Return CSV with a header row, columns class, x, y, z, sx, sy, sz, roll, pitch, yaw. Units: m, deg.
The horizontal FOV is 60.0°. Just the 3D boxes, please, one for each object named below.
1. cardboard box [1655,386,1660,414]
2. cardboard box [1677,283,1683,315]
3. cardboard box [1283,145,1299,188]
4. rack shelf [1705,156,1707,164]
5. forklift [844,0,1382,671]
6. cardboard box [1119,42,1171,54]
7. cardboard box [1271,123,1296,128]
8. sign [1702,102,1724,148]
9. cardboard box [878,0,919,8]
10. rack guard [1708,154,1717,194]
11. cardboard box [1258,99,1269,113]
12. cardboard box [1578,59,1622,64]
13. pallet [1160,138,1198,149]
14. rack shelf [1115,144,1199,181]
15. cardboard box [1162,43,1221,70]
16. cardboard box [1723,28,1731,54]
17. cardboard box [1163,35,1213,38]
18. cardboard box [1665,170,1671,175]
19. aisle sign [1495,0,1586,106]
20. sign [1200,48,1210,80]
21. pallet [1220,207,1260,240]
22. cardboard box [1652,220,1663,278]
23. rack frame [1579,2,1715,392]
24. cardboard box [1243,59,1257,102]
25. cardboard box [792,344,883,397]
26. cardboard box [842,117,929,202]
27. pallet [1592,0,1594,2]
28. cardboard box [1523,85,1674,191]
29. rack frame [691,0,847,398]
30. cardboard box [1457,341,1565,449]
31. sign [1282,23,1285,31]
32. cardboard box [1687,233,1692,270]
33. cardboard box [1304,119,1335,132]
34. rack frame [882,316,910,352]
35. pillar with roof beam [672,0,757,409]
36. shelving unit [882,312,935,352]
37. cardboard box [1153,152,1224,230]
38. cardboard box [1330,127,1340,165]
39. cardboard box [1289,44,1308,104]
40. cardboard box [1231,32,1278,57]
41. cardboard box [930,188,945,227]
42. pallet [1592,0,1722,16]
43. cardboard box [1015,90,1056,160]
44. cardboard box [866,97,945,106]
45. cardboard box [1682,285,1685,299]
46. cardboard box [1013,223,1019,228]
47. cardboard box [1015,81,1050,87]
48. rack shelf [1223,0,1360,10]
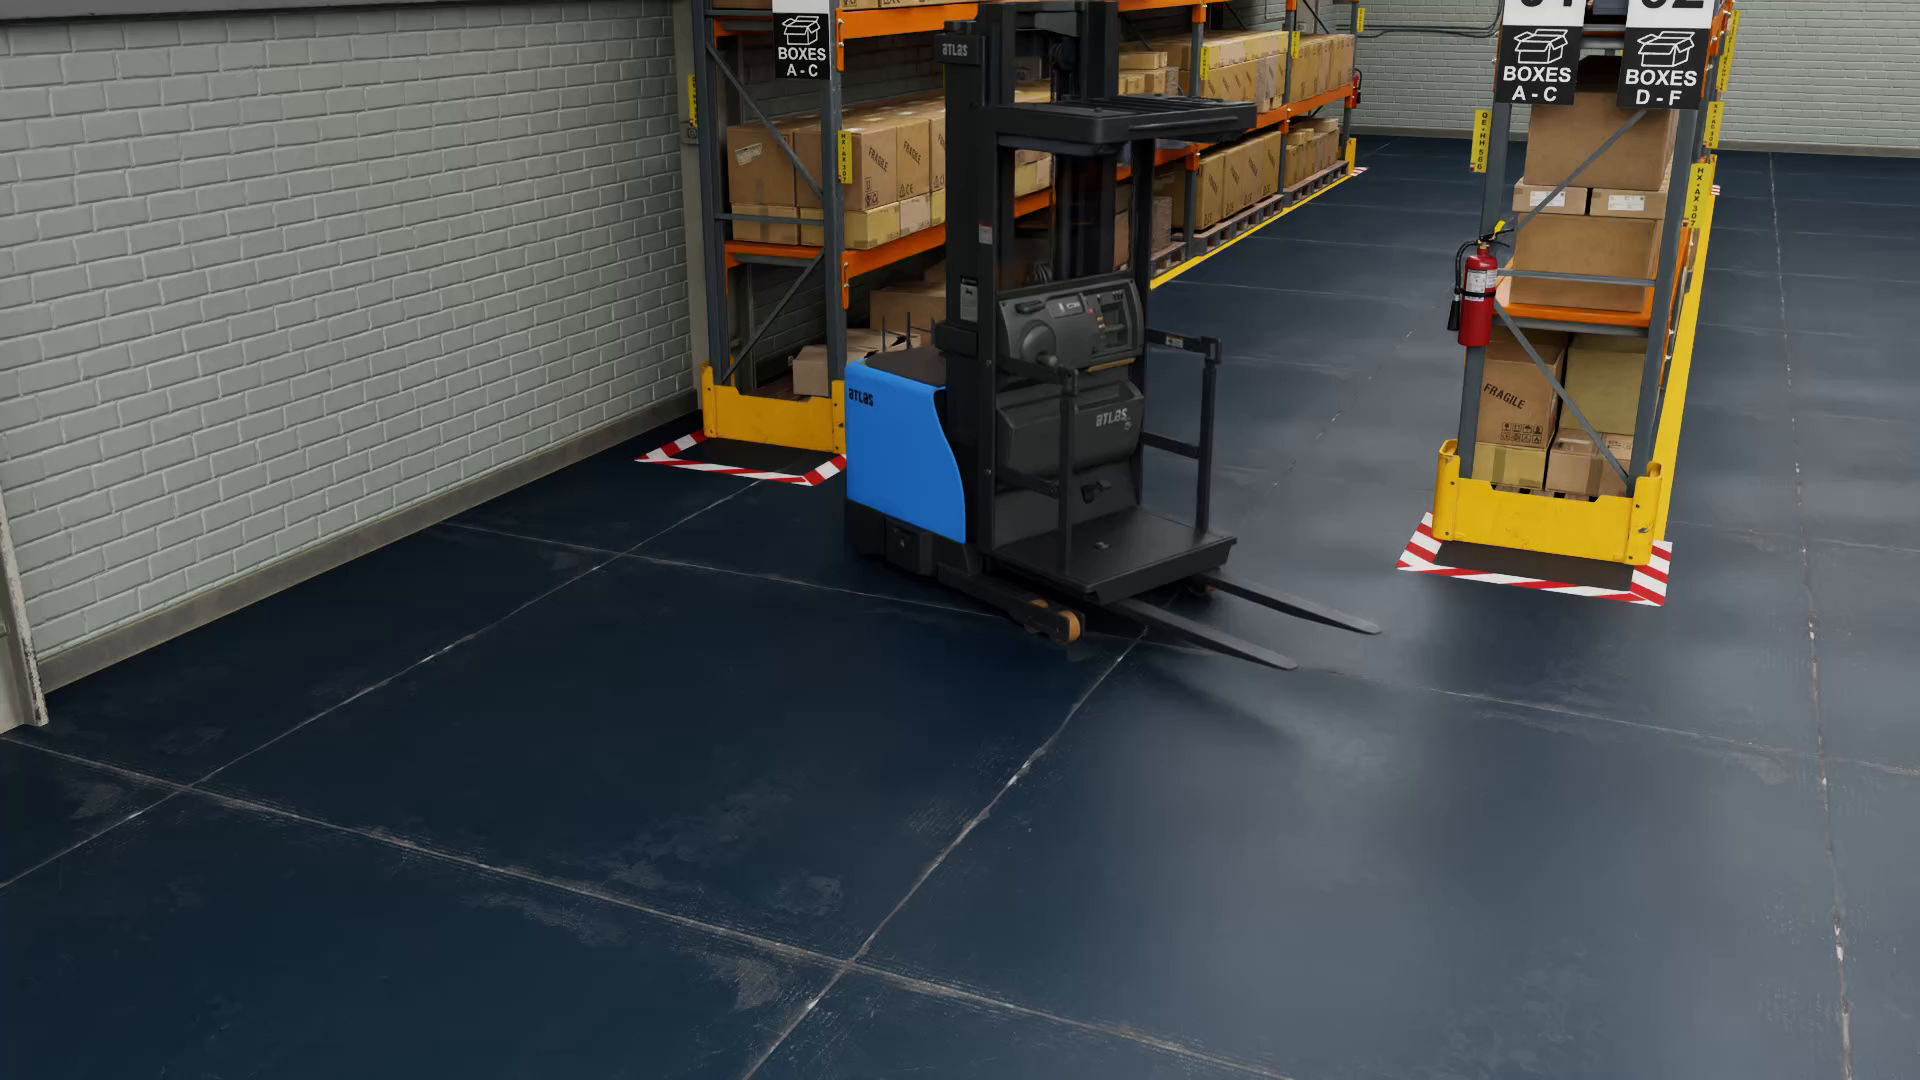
class,x,y,z,sx,sy,sz,roll,pitch,yaw
cardboard box,4.538,-1.053,11.430,0.500,0.250,0.500,9,21,23
cardboard box,5.330,-1.887,12.939,0.500,0.311,0.500,9,21,23
cardboard box,4.089,-4.988,22.120,0.700,0.500,0.500,9,21,23
rack shelf,7.391,-4.124,17.662,1.077,0.370,4.000,9,21,23
forklift,0.698,-1.065,8.088,1.130,2.935,3.031,-16,25,-38
cardboard box,2.000,-5.254,18.025,0.500,0.250,0.500,9,22,24
cardboard box,4.483,-5.752,23.300,0.380,0.149,0.250,9,21,23
sign,5.441,-2.998,12.013,0.100,0.325,0.005,9,21,23
cardboard box,-0.608,-3.782,10.970,0.500,0.500,0.500,10,22,26
rack guard,9.816,-5.096,23.052,1.175,0.500,0.348,9,21,23
cardboard box,3.525,-5.260,20.126,0.380,0.149,0.250,9,21,23
cardboard box,4.552,-2.996,11.331,0.700,0.500,0.500,8,21,23
pallet,1.856,-4.207,17.109,1.213,0.211,1.003,9,21,23
rack shelf,1.232,-3.580,16.132,1.077,0.370,4.000,9,21,23
cardboard box,2.484,-5.192,17.850,0.500,0.250,0.500,9,22,24
cardboard box,8.659,-5.698,19.373,0.500,0.500,0.500,9,22,24
cardboard box,2.636,-5.724,19.346,0.500,0.250,0.500,8,21,21
cardboard box,3.967,-2.083,9.732,0.380,0.149,0.250,8,21,22
aisle sign,3.001,-2.651,8.567,0.394,0.787,0.004,9,21,23
sign,2.550,-4.967,17.348,0.100,0.325,0.005,9,21,23
pallet,2.943,-3.819,19.891,1.003,0.211,1.213,9,21,23
cardboard box,3.918,-1.906,10.203,0.700,0.500,0.500,9,21,23
rack frame,4.934,-2.629,12.384,1.000,3.000,0.127,9,21,23
cardboard box,3.116,-5.311,19.302,0.500,0.500,0.500,9,22,24
cardboard box,-0.860,-1.224,11.790,0.500,0.311,0.500,6,20,17
cardboard box,-0.544,-2.631,11.465,0.500,0.500,0.500,9,21,23
pallet,5.283,-4.223,12.677,0.805,0.209,1.217,8,21,21
cardboard box,3.520,-2.221,9.153,0.700,0.500,0.500,9,21,23
rack frame,-1.225,-2.085,10.854,1.000,3.000,0.127,9,21,23
cardboard box,3.244,-0.866,9.786,0.500,0.500,0.500,9,21,23
sign,4.823,-7.499,24.668,0.100,0.325,0.005,9,21,23
cardboard box,6.375,-2.664,15.124,0.500,0.311,0.500,8,21,22
cardboard box,5.141,-5.931,23.806,0.380,0.149,0.250,9,22,24
rack frame,-0.362,-0.679,9.587,0.006,1.200,0.240,-16,25,-38
pillar with roof beam,2.200,-4.653,9.123,9.100,9.000,0.400,9,21,23
shelving unit,-0.293,-0.699,9.643,0.189,1.200,0.258,-16,25,-38
cardboard box,2.472,-3.922,18.602,0.750,0.750,0.750,8,21,22
cardboard box,5.131,-5.768,24.315,0.700,0.500,0.500,9,21,23
cardboard box,3.926,-6.058,21.578,0.980,0.700,0.700,9,21,24
cardboard box,3.513,-5.970,20.037,0.500,0.250,0.500,9,21,24
cardboard box,-0.322,-2.445,12.060,0.500,0.250,0.500,8,21,22
pallet,3.609,-2.990,9.056,1.003,0.211,1.213,9,21,23
cardboard box,0.501,-3.412,13.662,0.500,0.500,0.500,8,21,23
cardboard box,-0.395,-3.175,12.995,0.500,0.500,0.500,9,22,24
cardboard box,6.162,-2.248,14.791,0.500,0.250,0.500,9,22,24
cardboard box,0.865,-2.729,15.740,0.700,0.500,0.500,8,21,22
cardboard box,0.888,-3.882,15.103,0.700,0.500,0.500,11,22,28
rack shelf,4.508,-7.439,22.506,1.077,0.370,4.000,9,21,23
